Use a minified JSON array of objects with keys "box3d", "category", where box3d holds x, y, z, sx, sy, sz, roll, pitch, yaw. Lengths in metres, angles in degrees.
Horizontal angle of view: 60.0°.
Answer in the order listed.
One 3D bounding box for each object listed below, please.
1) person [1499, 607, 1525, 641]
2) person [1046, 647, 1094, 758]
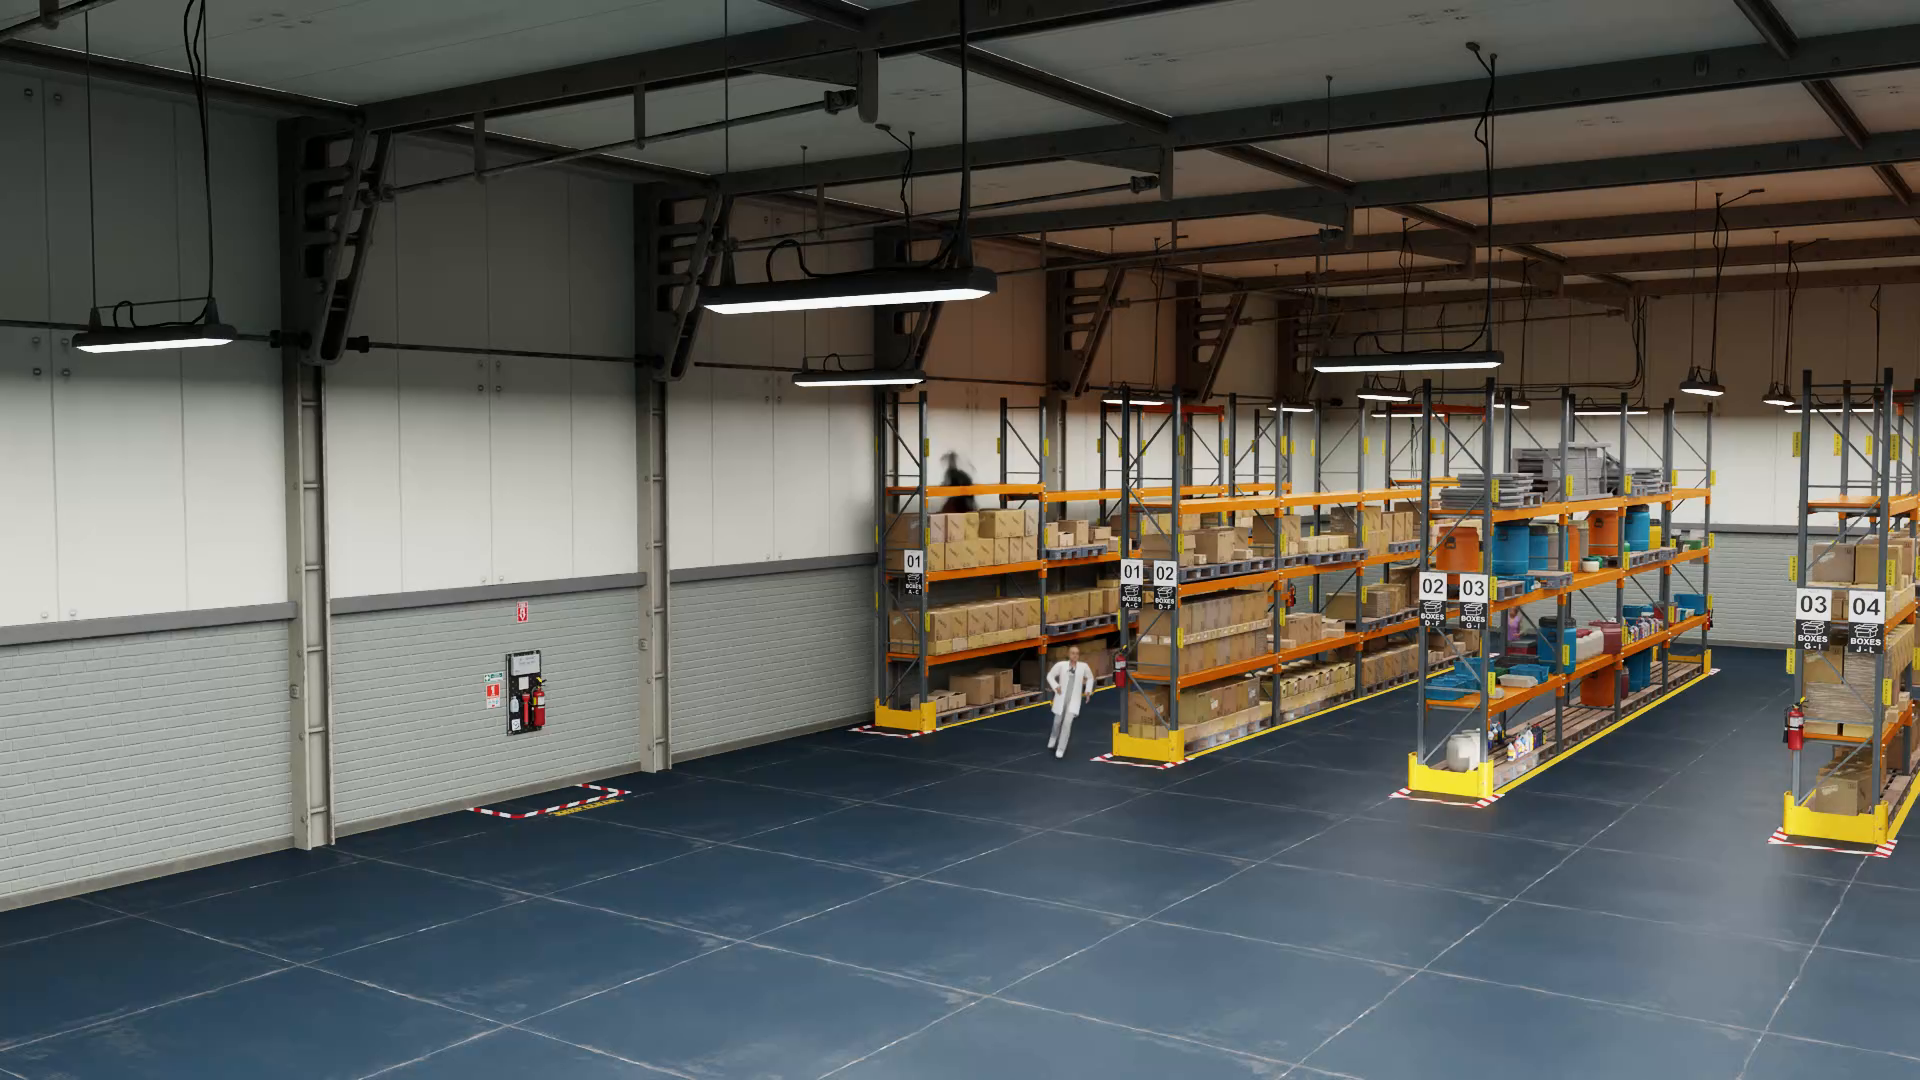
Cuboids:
[{"box3d":[11.982,2.216,36.119,0.546,1.559,0.730,1,3,24],"category":"person"},{"box3d":[1.789,2.609,27.100,0.770,1.739,1.049,0,3,5],"category":"person"}]
